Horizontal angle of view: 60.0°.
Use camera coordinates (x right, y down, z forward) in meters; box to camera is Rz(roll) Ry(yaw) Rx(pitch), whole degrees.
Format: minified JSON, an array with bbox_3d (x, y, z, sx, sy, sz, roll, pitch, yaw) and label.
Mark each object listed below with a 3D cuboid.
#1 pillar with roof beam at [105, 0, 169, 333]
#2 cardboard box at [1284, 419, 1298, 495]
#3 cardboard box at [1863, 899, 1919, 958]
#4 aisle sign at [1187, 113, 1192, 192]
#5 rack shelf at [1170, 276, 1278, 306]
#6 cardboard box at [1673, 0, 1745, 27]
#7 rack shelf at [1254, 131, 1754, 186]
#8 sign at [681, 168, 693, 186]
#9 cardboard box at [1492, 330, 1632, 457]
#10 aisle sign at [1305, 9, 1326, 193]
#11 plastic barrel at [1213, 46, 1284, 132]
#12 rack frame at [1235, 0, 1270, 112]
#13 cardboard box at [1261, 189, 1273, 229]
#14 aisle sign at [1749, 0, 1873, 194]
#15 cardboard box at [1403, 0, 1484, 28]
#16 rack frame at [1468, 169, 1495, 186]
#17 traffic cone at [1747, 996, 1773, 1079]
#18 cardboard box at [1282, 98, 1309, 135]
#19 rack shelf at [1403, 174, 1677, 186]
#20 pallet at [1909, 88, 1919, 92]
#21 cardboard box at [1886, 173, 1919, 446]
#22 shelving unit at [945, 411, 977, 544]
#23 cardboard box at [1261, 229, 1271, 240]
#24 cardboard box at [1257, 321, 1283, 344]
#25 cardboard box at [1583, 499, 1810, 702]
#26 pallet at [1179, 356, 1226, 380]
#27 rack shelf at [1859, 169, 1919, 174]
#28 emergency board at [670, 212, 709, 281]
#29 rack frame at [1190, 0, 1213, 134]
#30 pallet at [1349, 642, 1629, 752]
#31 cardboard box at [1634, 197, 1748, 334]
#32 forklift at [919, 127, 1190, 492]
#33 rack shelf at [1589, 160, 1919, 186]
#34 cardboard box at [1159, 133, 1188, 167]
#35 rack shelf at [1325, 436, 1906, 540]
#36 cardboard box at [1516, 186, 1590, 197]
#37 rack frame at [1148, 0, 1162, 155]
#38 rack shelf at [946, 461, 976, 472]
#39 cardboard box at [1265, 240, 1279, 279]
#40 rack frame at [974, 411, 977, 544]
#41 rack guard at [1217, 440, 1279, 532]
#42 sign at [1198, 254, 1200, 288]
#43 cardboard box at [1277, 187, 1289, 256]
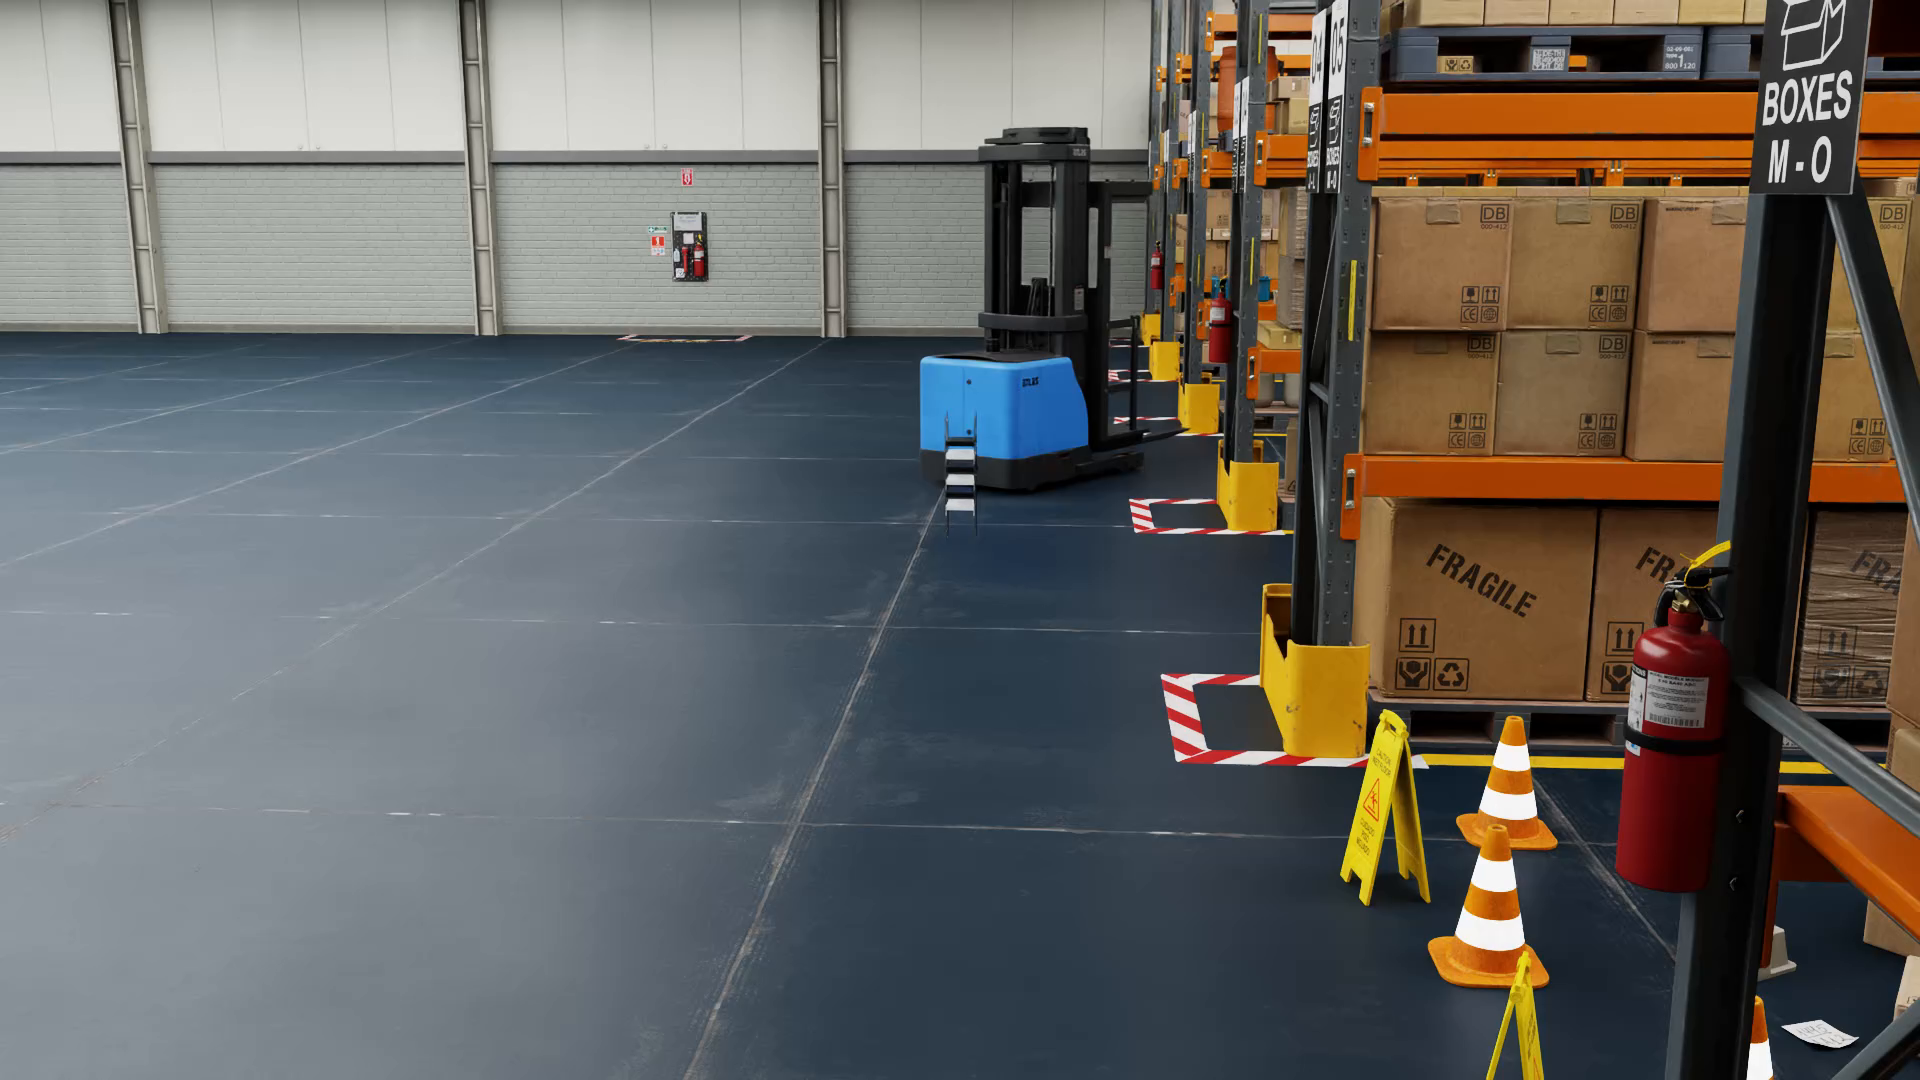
[{"bbox_3d":[-14.406,-7.157,24.005,0.400,9.000,9.100,1,12,4],"label":"pillar with roof beam"},{"bbox_3d":[2.715,-0.621,12.491,0.500,0.500,0.500,3,12,14],"label":"cardboard box"},{"bbox_3d":[3.352,1.102,5.270,0.637,0.503,0.797,-9,15,-35],"label":"cardboard box"},{"bbox_3d":[2.372,-3.997,17.201,0.004,0.787,0.394,1,12,4],"label":"aisle sign"},{"bbox_3d":[4.754,-3.295,21.952,4.000,0.370,1.077,1,12,4],"label":"rack shelf"},{"bbox_3d":[2.989,-2.155,6.761,0.250,0.149,0.380,1,12,4],"label":"cardboard box"},{"bbox_3d":[4.088,-2.740,11.971,4.000,0.370,1.077,1,12,4],"label":"rack shelf"},{"bbox_3d":[-4.609,-6.133,28.098,0.199,0.298,0.001,1,12,4],"label":"sign"},{"bbox_3d":[2.584,-0.714,7.487,0.550,0.550,0.875,1,12,4],"label":"cardboard box"},{"bbox_3d":[1.610,-1.974,7.529,0.004,0.787,0.394,1,12,4],"label":"aisle sign"},{"bbox_3d":[2.917,-4.566,16.870,0.708,0.830,0.600,1,12,4],"label":"plastic barrel"},{"bbox_3d":[2.093,-4.587,11.721,0.127,3.000,1.000,1,12,4],"label":"rack frame"},{"bbox_3d":[3.801,-4.343,21.791,0.500,0.500,0.700,0,12,2],"label":"cardboard box"},{"bbox_3d":[1.388,-0.959,2.678,0.004,0.787,0.394,1,12,4],"label":"aisle sign"},{"bbox_3d":[1.981,-2.169,6.827,0.250,0.149,0.380,1,12,4],"label":"cardboard box"},{"bbox_3d":[6.749,-3.620,21.748,0.127,3.000,1.000,1,12,4],"label":"rack frame"},{"bbox_3d":[1.946,1.358,4.148,0.334,0.463,0.336,1,12,4],"label":"traffic cone"},{"bbox_3d":[2.556,-2.986,11.759,0.500,0.250,0.500,1,12,5],"label":"cardboard box"},{"bbox_3d":[9.072,-5.721,26.222,4.000,0.370,1.077,1,12,4],"label":"rack shelf"},{"bbox_3d":[4.836,-2.023,7.001,1.213,0.211,1.003,1,12,4],"label":"pallet"},{"bbox_3d":[1.955,-0.348,2.693,0.500,0.500,0.700,0,12,2],"label":"cardboard box"},{"bbox_3d":[0.008,-0.440,11.675,0.210,0.900,0.258,1,12,4],"label":"shelving unit"},{"bbox_3d":[3.900,-3.981,21.646,0.250,0.149,0.380,1,12,3],"label":"cardboard box"},{"bbox_3d":[2.391,-1.566,12.543,0.250,0.149,0.380,1,12,4],"label":"cardboard box"},{"bbox_3d":[3.220,0.203,7.637,0.875,0.875,0.875,1,12,3],"label":"cardboard box"},{"bbox_3d":[3.524,-2.308,22.286,1.213,0.211,1.003,1,12,4],"label":"pallet"},{"bbox_3d":[12.736,-4.654,21.122,4.000,0.370,1.077,1,12,4],"label":"rack shelf"},{"bbox_3d":[-4.608,-4.978,28.238,0.643,1.169,0.194,1,12,4],"label":"emergency board"},{"bbox_3d":[2.424,-5.599,16.558,0.127,3.000,1.000,1,12,4],"label":"rack frame"},{"bbox_3d":[2.463,0.721,7.807,1.213,0.211,1.003,1,12,4],"label":"pallet"},{"bbox_3d":[3.133,-1.204,7.194,0.550,0.550,0.875,1,12,4],"label":"cardboard box"},{"bbox_3d":[0.971,-2.073,14.521,1.130,2.935,3.031,9,15,38],"label":"forklift"},{"bbox_3d":[8.410,-3.697,16.546,4.000,0.370,1.077,1,12,4],"label":"rack shelf"},{"bbox_3d":[3.403,-6.158,26.262,0.500,0.500,0.500,1,12,5],"label":"cardboard box"},{"bbox_3d":[3.656,-0.260,7.440,4.000,0.370,1.077,1,12,4],"label":"rack shelf"},{"bbox_3d":[4.120,-2.251,11.792,0.500,0.500,0.500,1,12,4],"label":"cardboard box"},{"bbox_3d":[3.086,-7.623,26.233,0.127,3.000,1.000,1,12,4],"label":"rack frame"},{"bbox_3d":[0.008,-0.496,11.664,0.200,0.077,0.258,1,12,4],"label":"rack shelf"},{"bbox_3d":[4.243,-3.701,21.888,0.500,0.500,0.700,1,12,4],"label":"cardboard box"},{"bbox_3d":[0.110,-0.439,11.669,0.006,0.900,0.240,1,12,4],"label":"rack frame"},{"bbox_3d":[2.169,-0.426,12.586,0.348,0.500,1.175,1,12,4],"label":"rack guard"},{"bbox_3d":[2.383,-2.686,16.607,0.005,0.325,0.100,1,12,4],"label":"sign"},{"bbox_3d":[2.658,-2.378,12.397,0.500,0.500,0.500,1,12,4],"label":"cardboard box"}]
